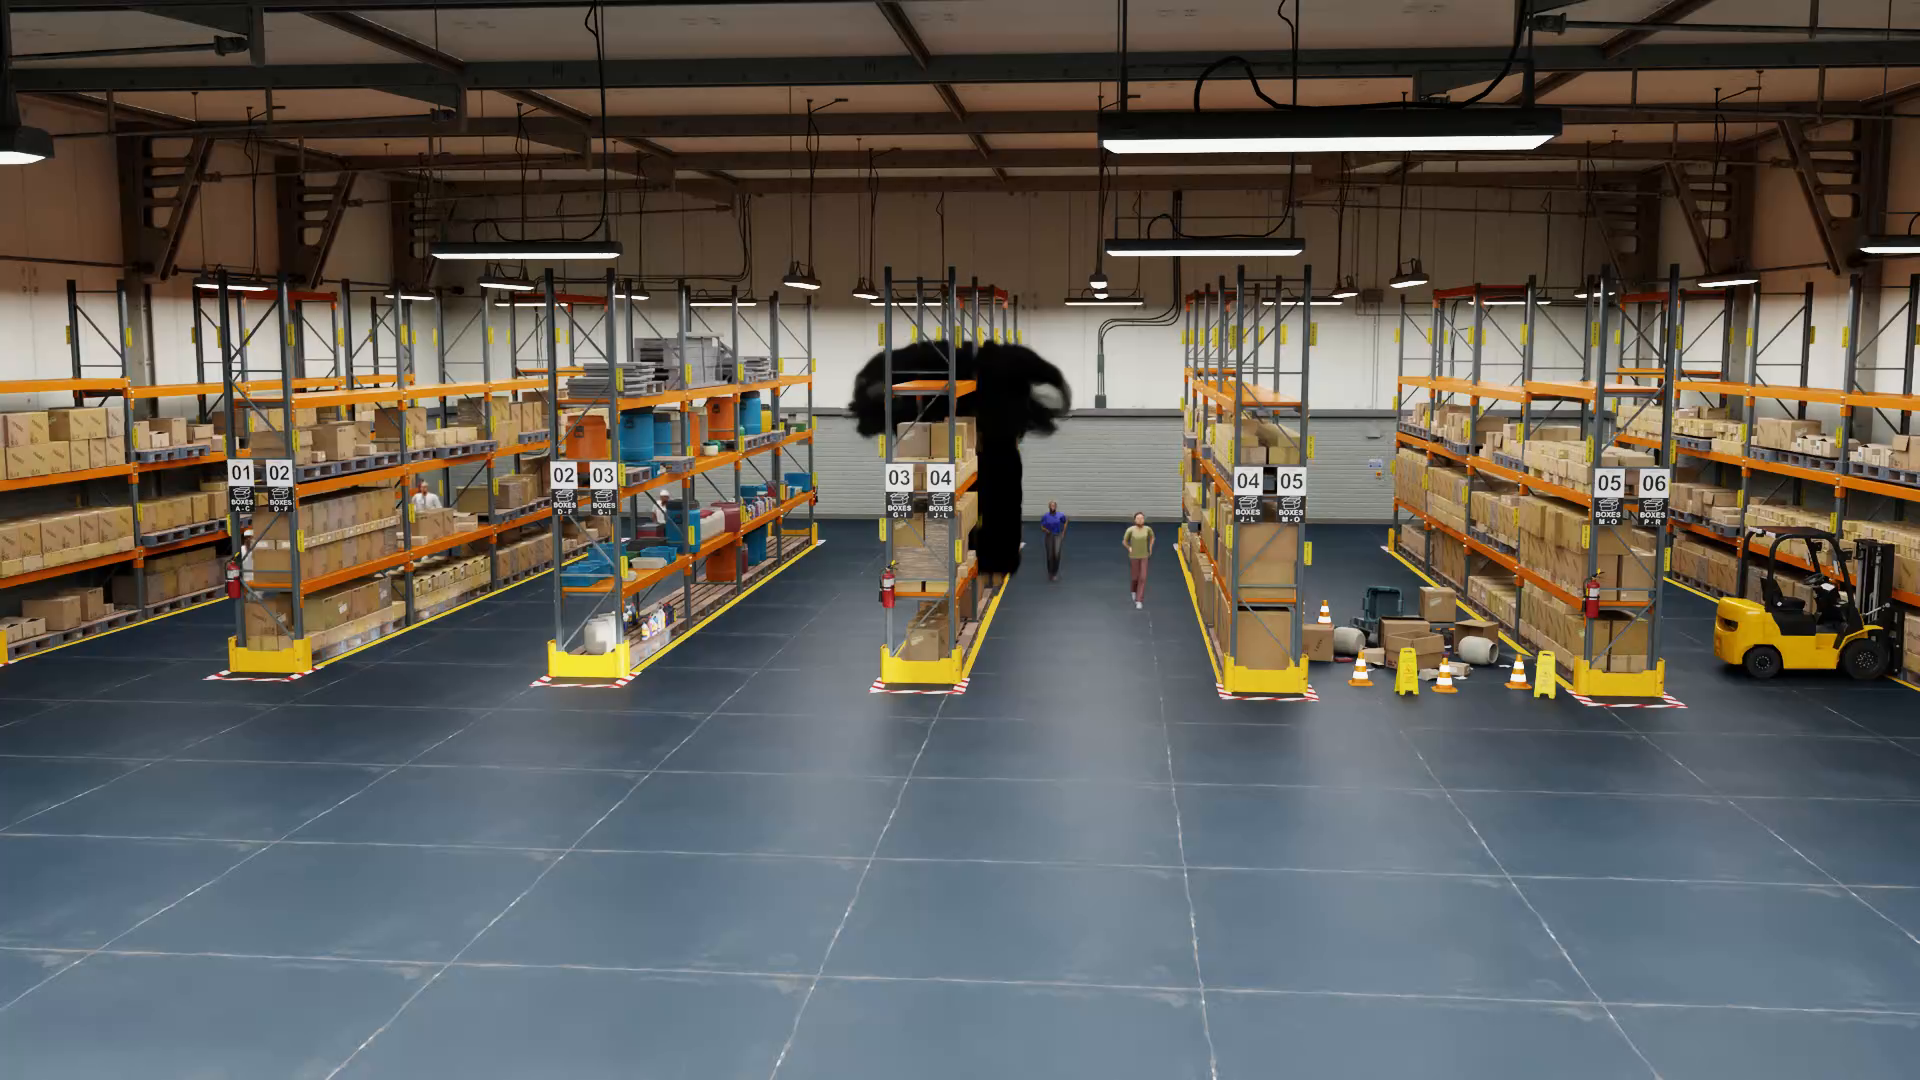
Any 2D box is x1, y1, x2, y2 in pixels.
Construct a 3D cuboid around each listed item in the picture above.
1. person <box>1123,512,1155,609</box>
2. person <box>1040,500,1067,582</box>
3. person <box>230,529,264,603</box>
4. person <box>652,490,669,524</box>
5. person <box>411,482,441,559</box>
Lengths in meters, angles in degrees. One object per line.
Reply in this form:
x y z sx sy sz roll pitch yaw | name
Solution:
3.179 0.339 29.495 0.589 1.687 0.712 0 7 -2 | person
1.928 0.033 34.398 0.525 1.691 0.767 1 7 11 | person
-11.860 0.711 27.868 0.662 1.796 0.801 0 7 -2 | person
-6.350 -0.265 35.989 0.679 1.672 0.911 0 7 3 | person
-12.107 -0.426 37.668 0.711 1.765 0.880 -1 7 -5 | person
